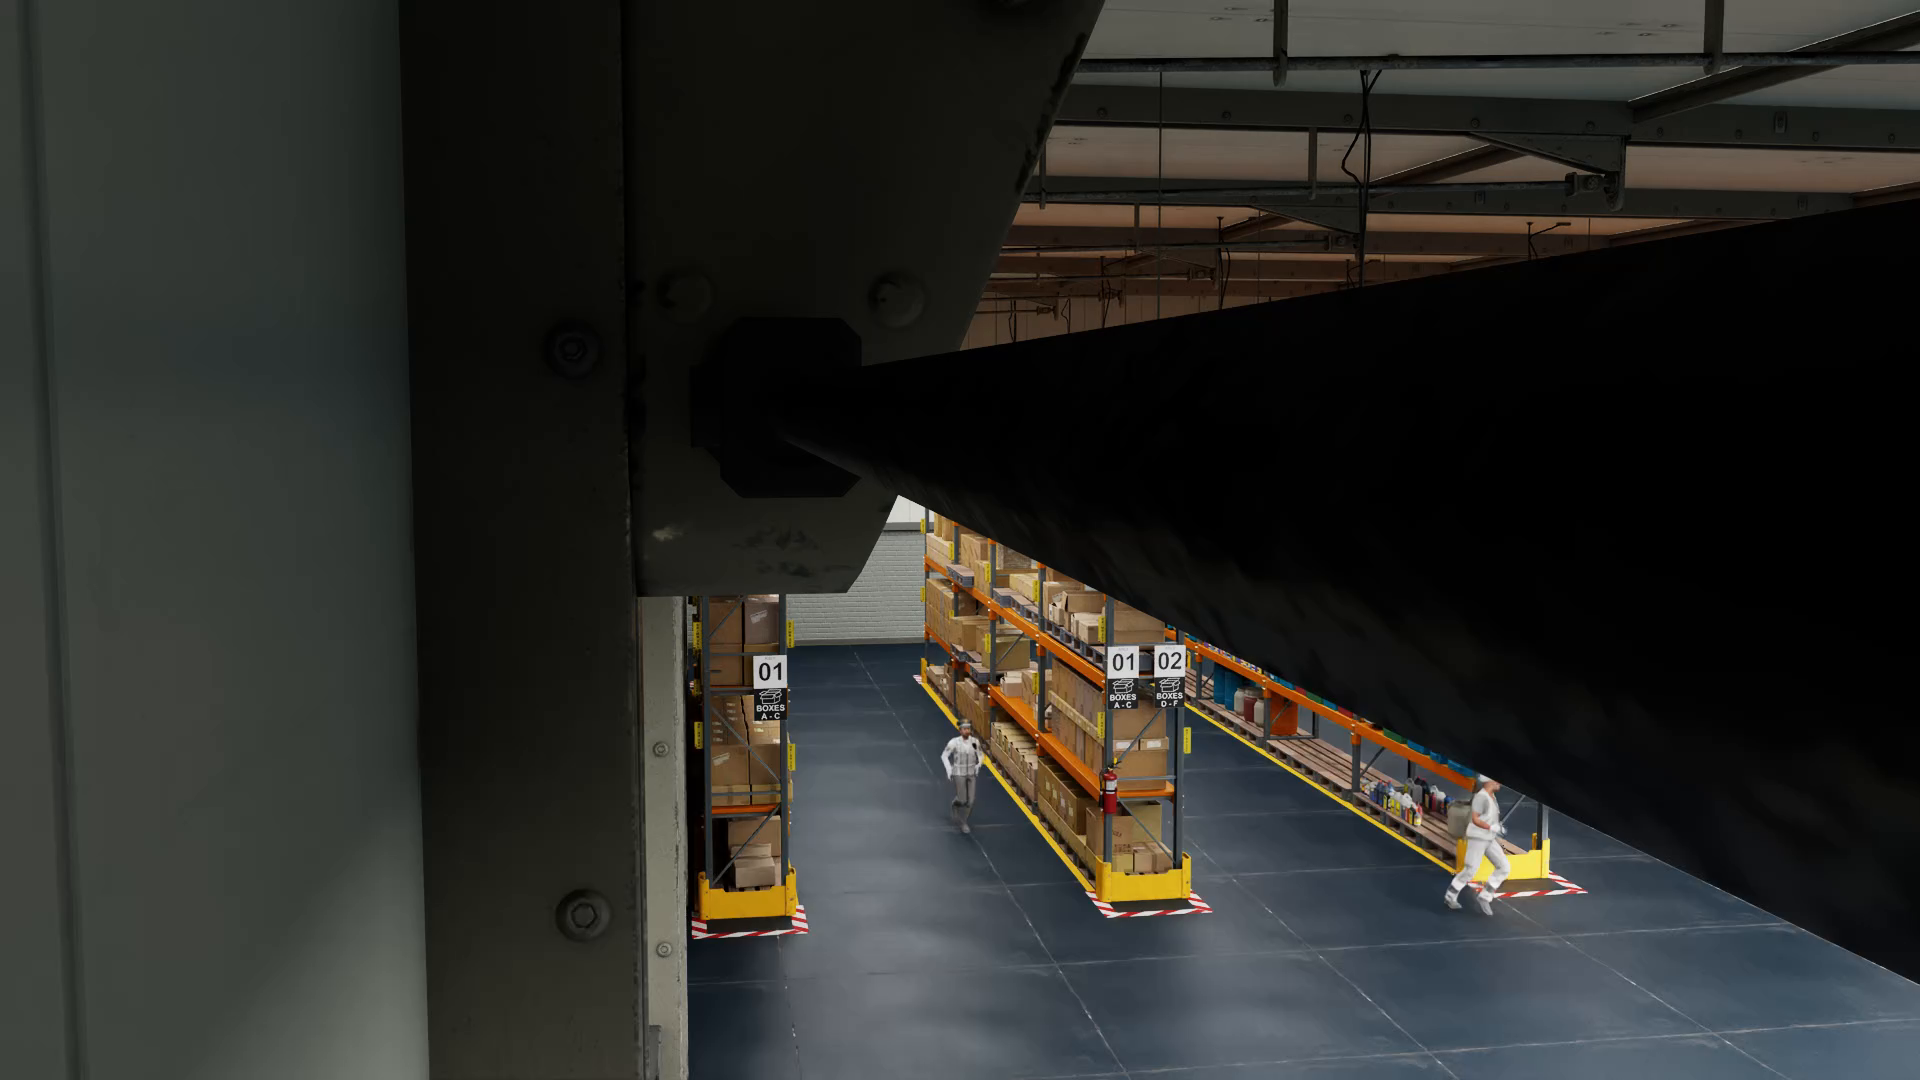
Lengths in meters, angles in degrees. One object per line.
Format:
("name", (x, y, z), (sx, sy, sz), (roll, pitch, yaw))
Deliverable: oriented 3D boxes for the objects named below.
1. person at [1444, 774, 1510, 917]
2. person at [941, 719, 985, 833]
("person", (6.415, 3.685, 20.428), (0.723, 1.739, 0.786), (4, 7, 39))
("person", (0.071, 3.399, 24.066), (0.622, 1.661, 0.548), (-1, 5, -16))
